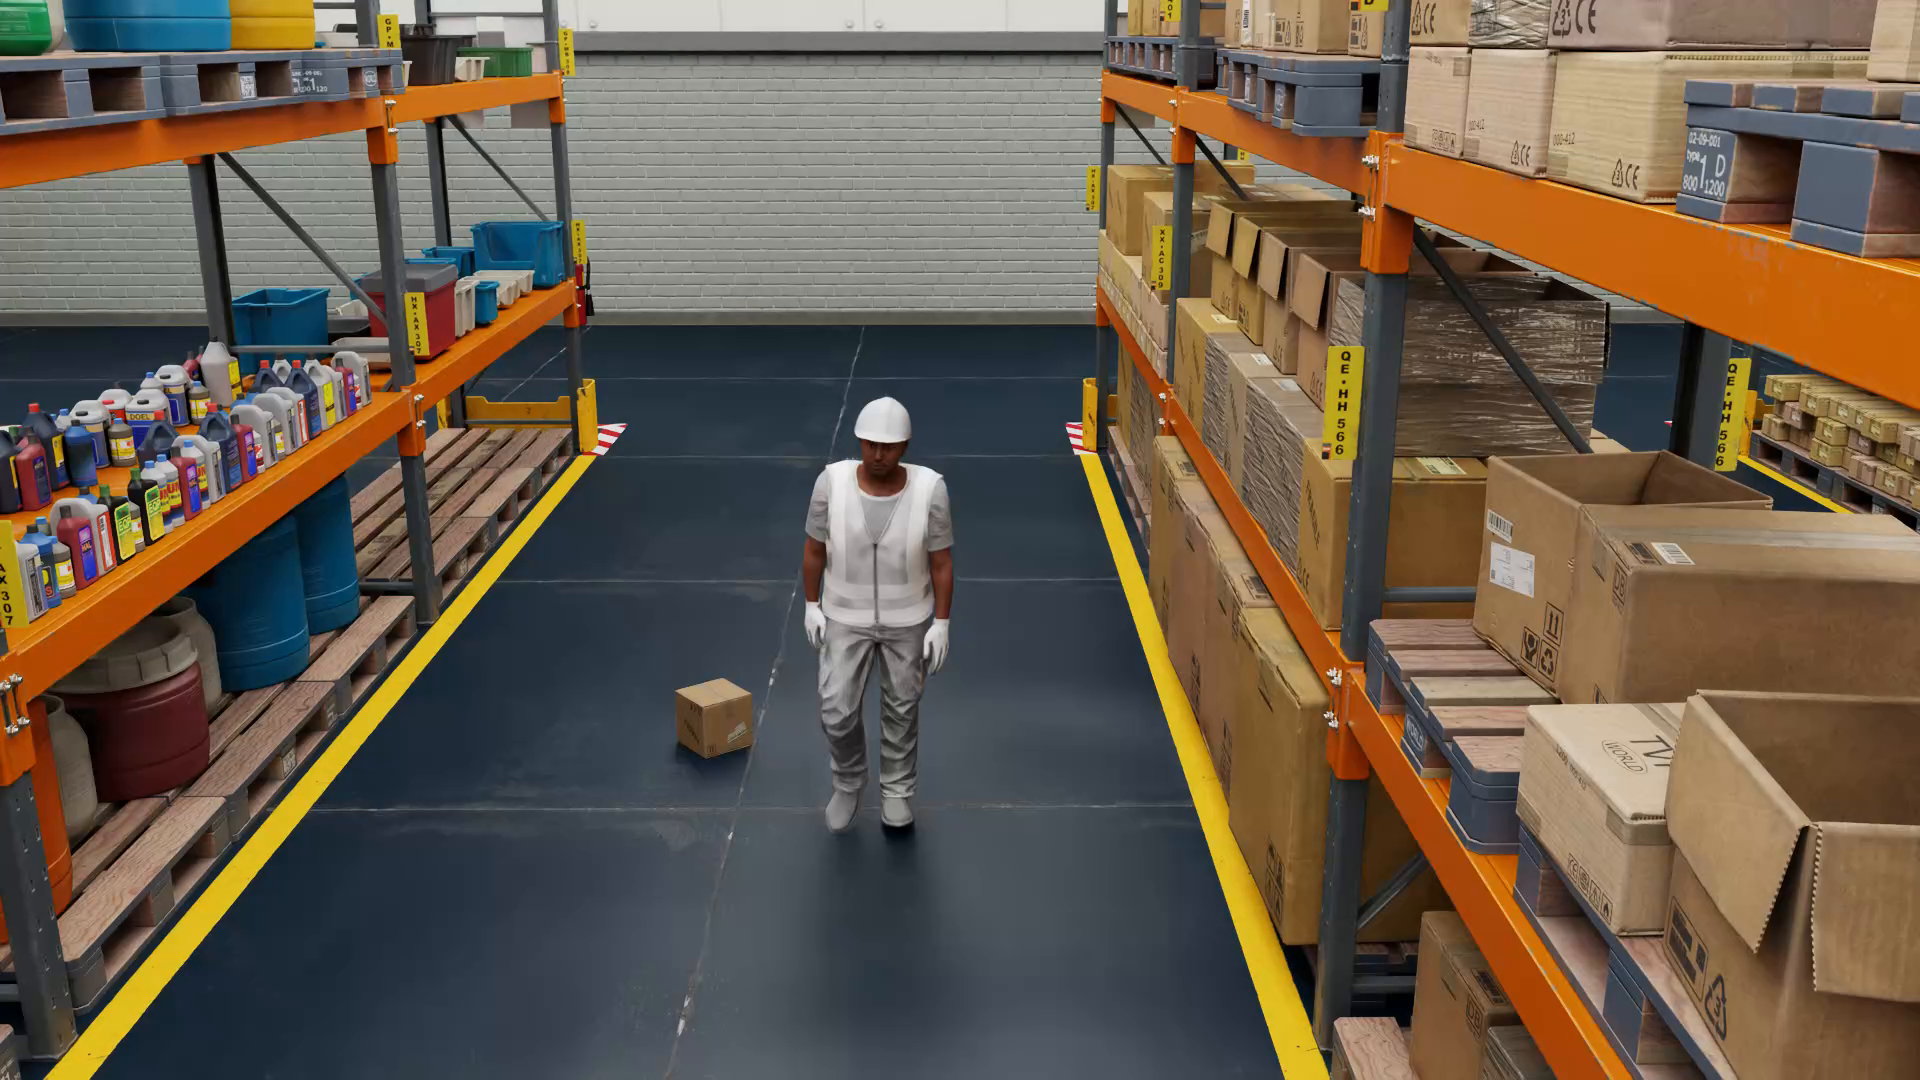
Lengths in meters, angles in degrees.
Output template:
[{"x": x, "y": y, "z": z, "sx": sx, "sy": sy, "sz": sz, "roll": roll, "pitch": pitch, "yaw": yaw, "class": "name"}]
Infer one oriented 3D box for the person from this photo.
[{"x": -0.312, "y": 0.315, "z": 6.408, "sx": 0.578, "sy": 1.794, "sz": 0.483, "roll": -1, "pitch": 17, "yaw": -3, "class": "person"}]
